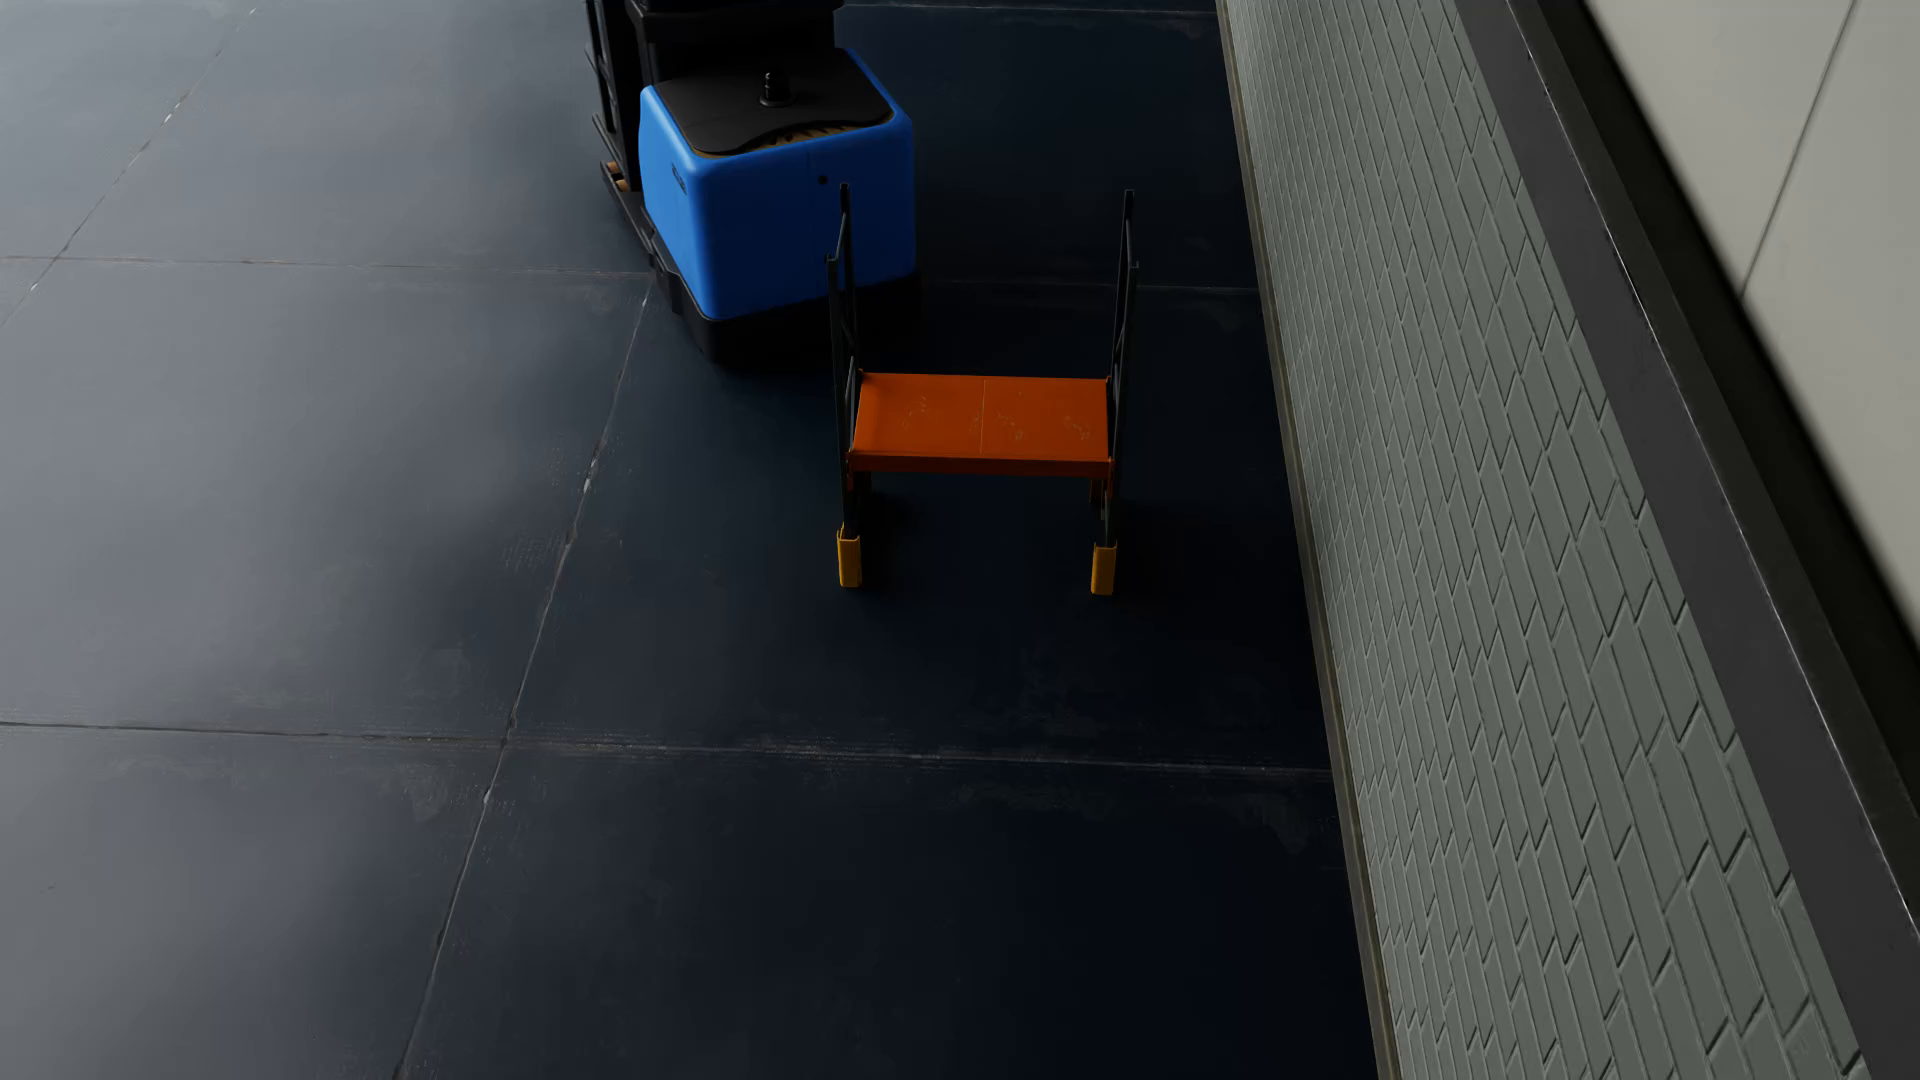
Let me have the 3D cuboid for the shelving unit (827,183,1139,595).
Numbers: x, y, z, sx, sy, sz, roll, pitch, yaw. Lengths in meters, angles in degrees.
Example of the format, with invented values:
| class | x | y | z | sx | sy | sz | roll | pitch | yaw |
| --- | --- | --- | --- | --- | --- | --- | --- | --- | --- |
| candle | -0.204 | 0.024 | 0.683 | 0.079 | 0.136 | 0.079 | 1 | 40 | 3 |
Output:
| class | x | y | z | sx | sy | sz | roll | pitch | yaw |
| --- | --- | --- | --- | --- | --- | --- | --- | --- | --- |
| shelving unit | 0.076 | -0.546 | 6.272 | 1.083 | 1.500 | 0.587 | 2 | 43 | 2 |

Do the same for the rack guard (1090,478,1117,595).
| class | x | y | z | sx | sy | sz | roll | pitch | yaw |
| --- | --- | --- | --- | --- | --- | --- | --- | --- | --- |
| rack guard | 0.574 | -0.074 | 6.681 | 0.087 | 0.250 | 0.587 | 2 | 43 | 2 |

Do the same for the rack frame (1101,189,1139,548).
| class | x | y | z | sx | sy | sz | roll | pitch | yaw |
| --- | --- | --- | --- | --- | --- | --- | --- | --- | --- |
| rack frame | 0.593 | -0.531 | 6.255 | 0.032 | 1.500 | 0.500 | 2 | 43 | 2 |

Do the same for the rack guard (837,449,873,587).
| class | x | y | z | sx | sy | sz | roll | pitch | yaw |
| --- | --- | --- | --- | --- | --- | --- | --- | --- | --- |
| rack guard | -0.421 | -0.104 | 6.714 | 0.087 | 0.250 | 0.587 | 2 | 43 | 2 |

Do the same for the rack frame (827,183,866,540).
| class | x | y | z | sx | sy | sz | roll | pitch | yaw |
| --- | --- | --- | --- | --- | --- | --- | --- | --- | --- |
| rack frame | -0.423 | -0.562 | 6.288 | 0.032 | 1.500 | 0.500 | 2 | 43 | 2 |

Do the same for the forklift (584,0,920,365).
| class | x | y | z | sx | sy | sz | roll | pitch | yaw |
| --- | --- | --- | --- | --- | --- | --- | --- | --- | --- |
| forklift | -1.233 | -2.878 | 7.725 | 1.130 | 2.935 | 3.031 | -16 | 45 | -17 |

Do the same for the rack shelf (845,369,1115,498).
| class | x | y | z | sx | sy | sz | roll | pitch | yaw |
| --- | --- | --- | --- | --- | --- | --- | --- | --- | --- |
| rack shelf | 0.085 | -0.415 | 6.394 | 1.000 | 0.185 | 0.538 | 2 | 43 | 2 |
